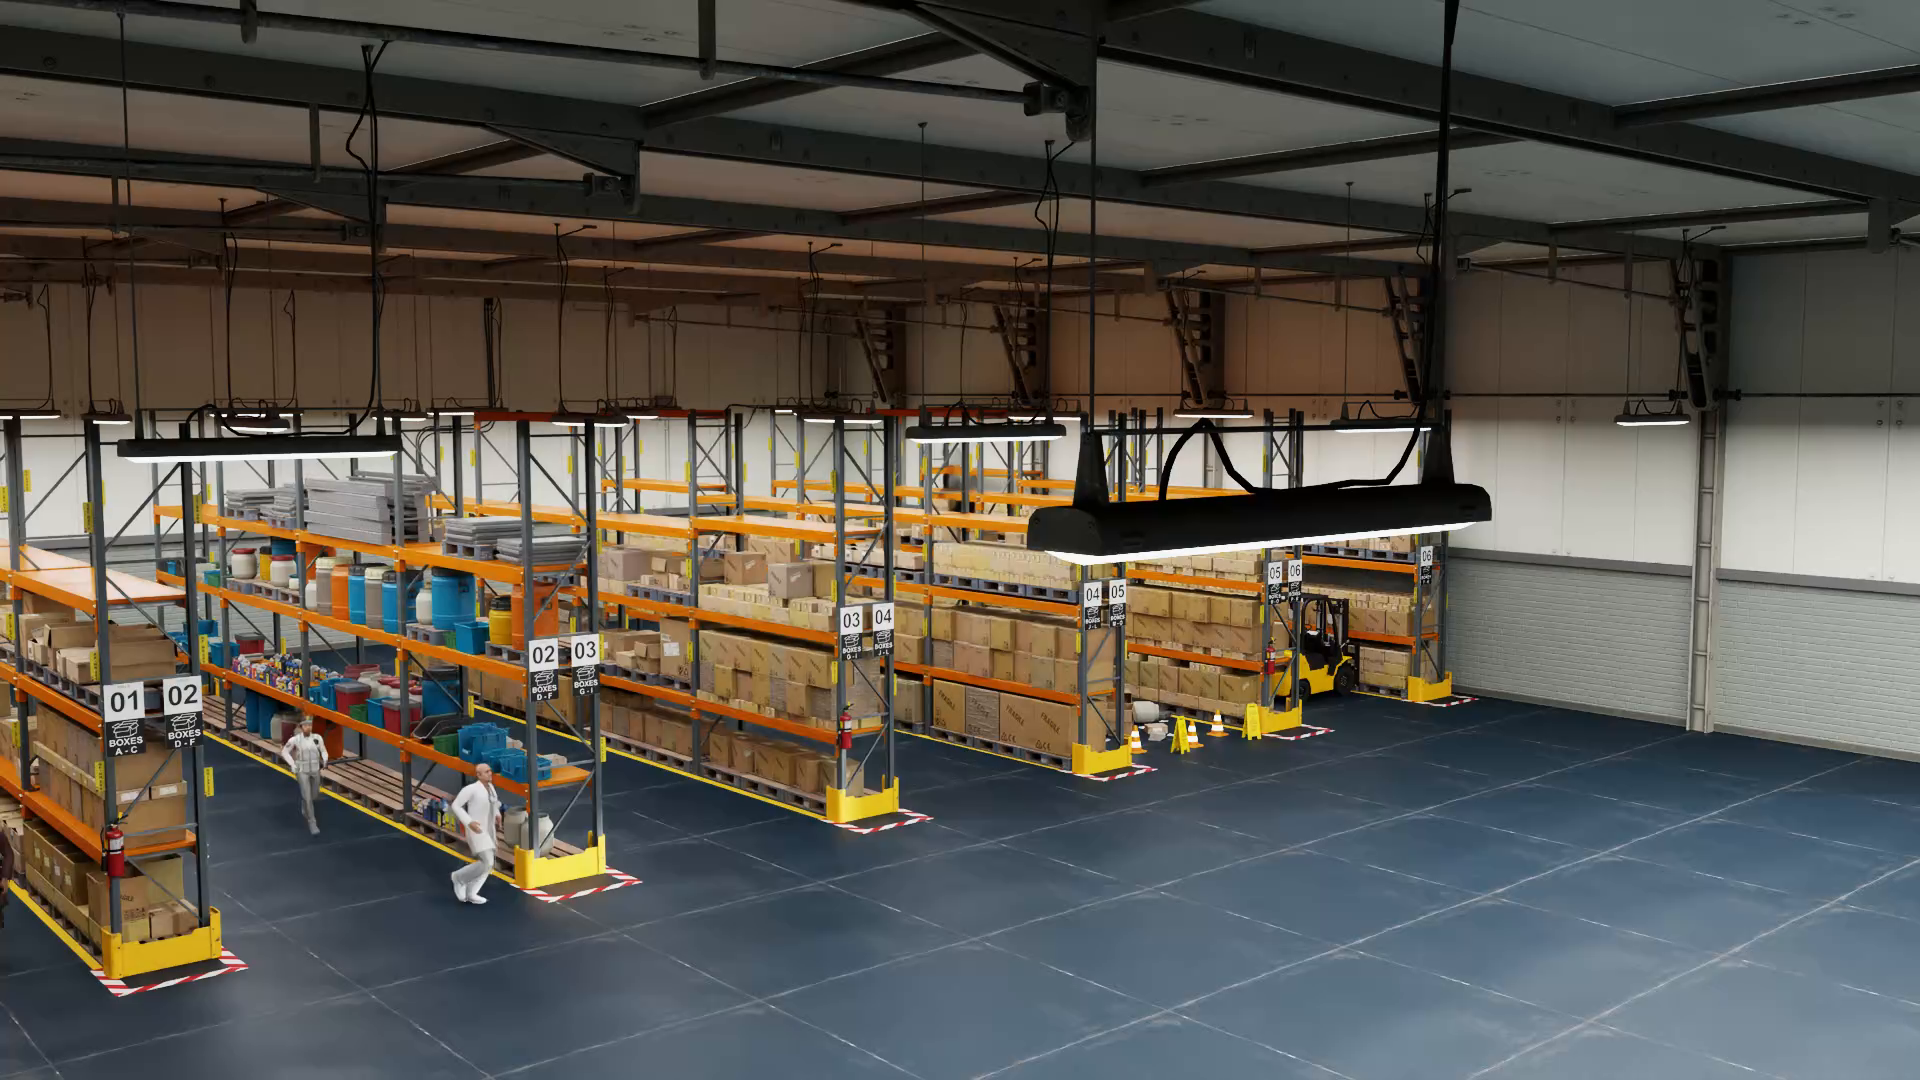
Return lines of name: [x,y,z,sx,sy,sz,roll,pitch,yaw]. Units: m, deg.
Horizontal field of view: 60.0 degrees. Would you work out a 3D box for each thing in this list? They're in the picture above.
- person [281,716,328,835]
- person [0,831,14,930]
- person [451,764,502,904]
person: [-9.506,3.381,24.196,0.618,1.696,0.842,-4,6,-38]
person: [-10.861,3.850,18.400,0.731,1.735,0.658,-4,6,-39]
person: [-5.983,3.649,20.758,0.583,1.720,0.715,2,5,17]
